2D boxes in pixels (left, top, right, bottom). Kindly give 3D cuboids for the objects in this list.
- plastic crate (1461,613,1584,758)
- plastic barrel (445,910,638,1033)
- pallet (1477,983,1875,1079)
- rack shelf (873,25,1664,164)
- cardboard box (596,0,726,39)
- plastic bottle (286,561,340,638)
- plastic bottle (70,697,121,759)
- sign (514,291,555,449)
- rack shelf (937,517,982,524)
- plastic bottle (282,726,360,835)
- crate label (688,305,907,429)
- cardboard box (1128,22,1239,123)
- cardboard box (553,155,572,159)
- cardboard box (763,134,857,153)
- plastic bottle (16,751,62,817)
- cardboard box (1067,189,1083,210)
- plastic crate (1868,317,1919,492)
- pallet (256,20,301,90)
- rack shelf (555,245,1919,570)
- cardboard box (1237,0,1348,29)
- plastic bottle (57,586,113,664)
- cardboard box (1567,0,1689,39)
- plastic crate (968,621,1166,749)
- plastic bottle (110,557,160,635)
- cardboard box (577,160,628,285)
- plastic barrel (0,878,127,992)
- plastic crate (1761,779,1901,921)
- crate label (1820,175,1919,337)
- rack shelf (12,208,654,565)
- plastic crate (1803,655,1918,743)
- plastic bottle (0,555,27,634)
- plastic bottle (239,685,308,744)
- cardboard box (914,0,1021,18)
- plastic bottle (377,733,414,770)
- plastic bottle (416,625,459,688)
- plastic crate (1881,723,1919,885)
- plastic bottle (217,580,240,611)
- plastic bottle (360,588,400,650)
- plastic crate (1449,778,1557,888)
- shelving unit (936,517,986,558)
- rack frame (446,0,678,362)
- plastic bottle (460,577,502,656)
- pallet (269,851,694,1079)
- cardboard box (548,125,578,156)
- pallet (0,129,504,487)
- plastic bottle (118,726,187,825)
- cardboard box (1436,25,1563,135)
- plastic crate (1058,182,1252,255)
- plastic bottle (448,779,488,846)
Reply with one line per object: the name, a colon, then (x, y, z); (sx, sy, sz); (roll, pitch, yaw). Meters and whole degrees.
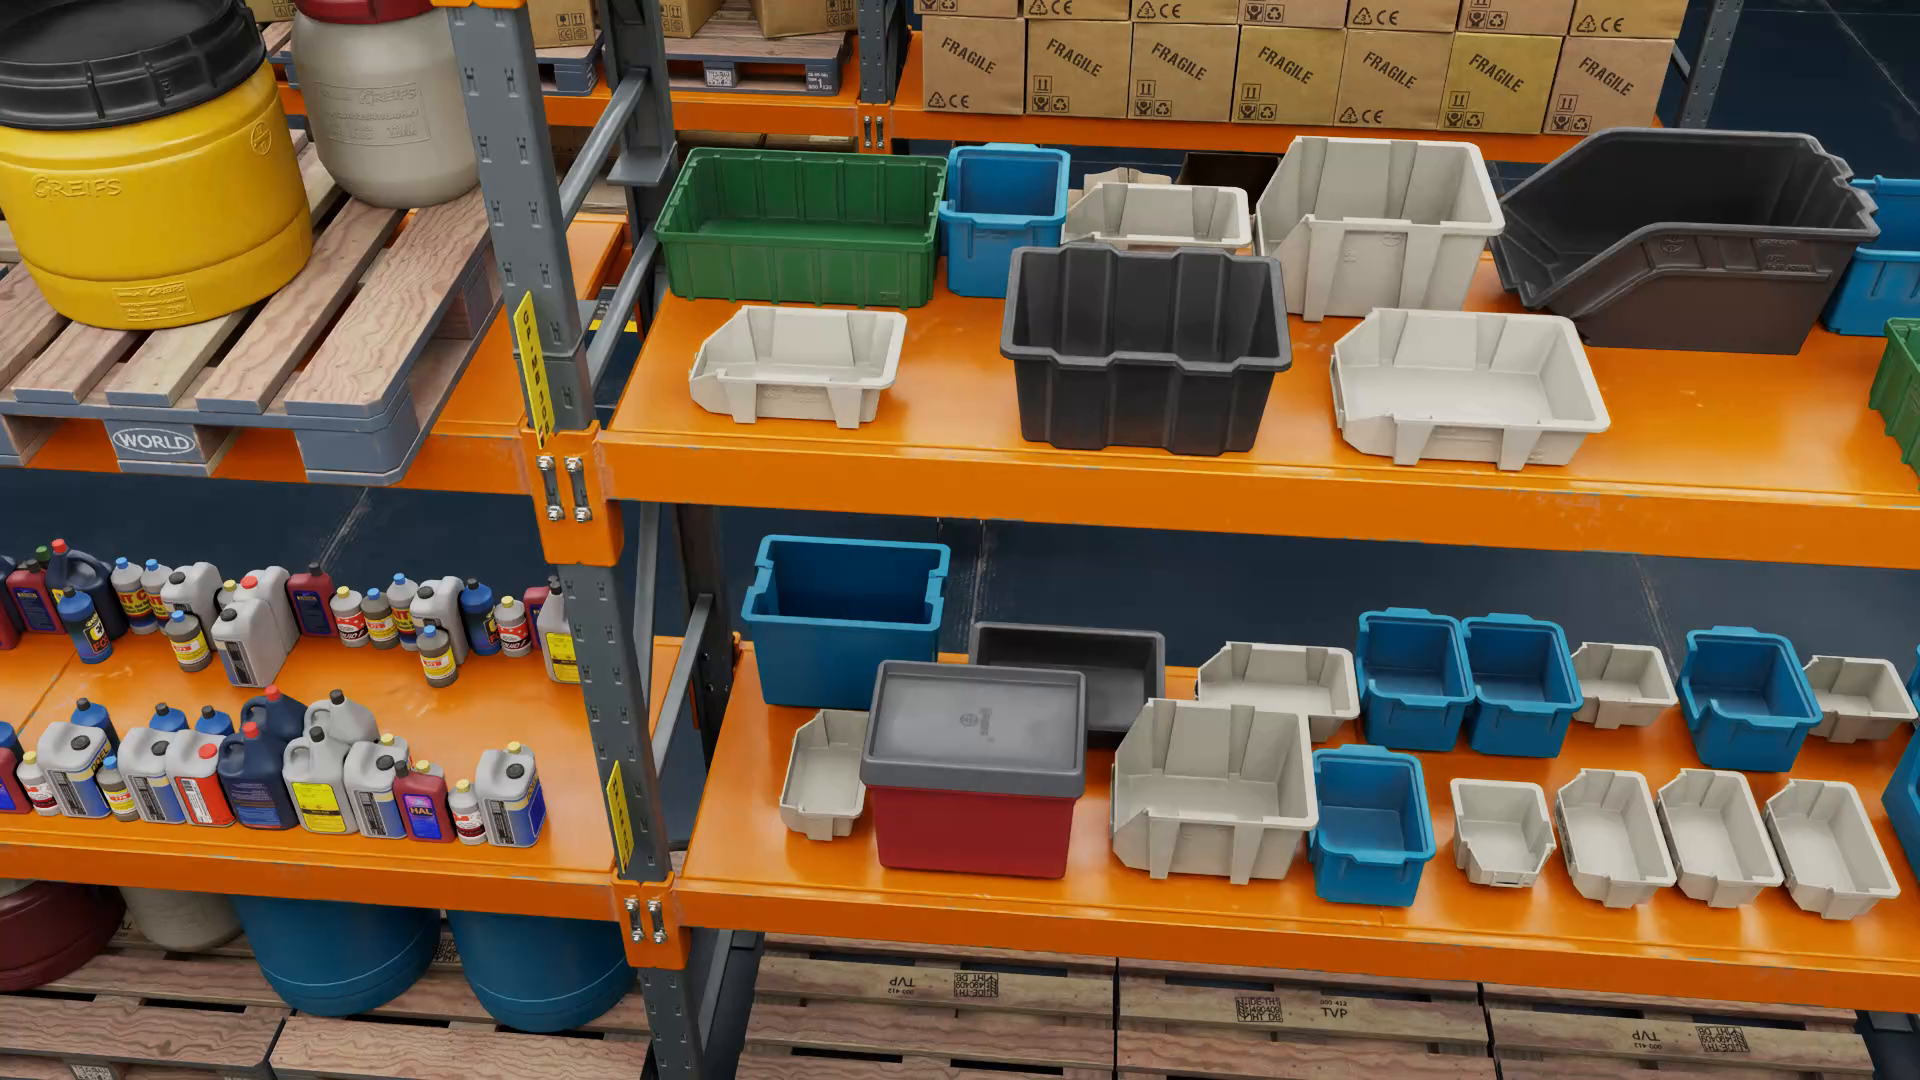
plastic crate: (1.633, 0.443, 4.915); (0.300, 0.233, 0.416); (3, 39, 4)
plastic barrel: (-1.364, 1.086, 5.369); (0.708, 0.901, 0.600); (3, 39, 4)
pallet: (2.344, 1.706, 5.487); (1.213, 0.211, 1.003); (3, 39, 4)
rack shelf: (1.600, -2.251, 8.710); (4.000, 0.370, 1.077); (3, 39, 4)
cardboard box: (-1.535, -3.005, 8.654); (0.500, 0.500, 0.700); (9, 40, 11)
plastic bottle: (-2.037, 0.184, 5.240); (0.133, 0.283, 0.061); (3, 39, 4)
plastic bottle: (-2.483, 0.561, 4.787); (0.097, 0.271, 0.097); (0, 39, 0)
sign: (-0.873, -0.345, 3.415); (0.005, 0.325, 0.100); (3, 39, 4)
rack shelf: (0.008, -0.183, 7.600); (0.200, 0.077, 0.258); (3, 39, 4)
plastic bottle: (-1.767, 0.651, 4.614); (0.185, 0.351, 0.144); (3, 39, 4)
crate label: (-0.361, -0.377, 3.670); (0.466, 0.136, 0.293); (3, 39, 4)
cardboard box: (1.101, -2.424, 8.273); (0.500, 0.500, 0.500); (3, 39, 4)
cardboard box: (-2.386, -2.102, 9.588); (0.500, 0.500, 0.500); (2, 39, 2)
cardboard box: (-0.853, -2.020, 9.487); (0.500, 0.500, 0.500); (1, 39, 2)
plastic bottle: (-2.593, 0.678, 4.698); (0.097, 0.201, 0.097); (0, 39, 0)
cardboard box: (0.579, -1.869, 9.580); (0.250, 0.149, 0.380); (3, 39, 4)
plastic crate: (2.155, -0.262, 3.487); (0.336, 0.188, 0.450); (3, 39, 4)
pallet: (-3.696, -2.790, 8.953); (1.003, 0.211, 1.213); (3, 39, 4)
rack shelf: (1.169, -0.300, 3.936); (4.000, 0.370, 1.077); (3, 39, 4)
cardboard box: (1.594, -2.780, 7.917); (0.500, 0.500, 0.500); (4, 39, 5)
plastic bottle: (-2.725, 0.254, 5.163); (0.097, 0.271, 0.097); (0, 39, 0)
cardboard box: (3.126, -2.699, 7.819); (0.500, 0.500, 0.500); (3, 39, 3)
plastic crate: (0.315, 0.451, 4.990); (0.590, 0.125, 0.437); (3, 39, 4)
plastic bottle: (-2.615, 0.169, 5.268); (0.097, 0.271, 0.097); (0, 39, 0)
cardboard box: (-1.900, -1.747, 9.152); (0.500, 0.500, 0.500); (4, 39, 4)
plastic barrel: (-3.194, 1.108, 5.590); (0.708, 0.588, 0.600); (3, 39, 4)
plastic crate: (2.334, 0.842, 4.501); (0.243, 0.136, 0.396); (3, 39, 4)
crate label: (2.271, -0.665, 3.933); (0.502, 0.251, 0.408); (3, 39, 4)
rack shelf: (-2.816, -0.517, 4.203); (4.000, 0.370, 1.077); (3, 39, 4)
plastic crate: (2.632, 0.483, 4.942); (0.298, 0.136, 0.250); (3, 39, 4)
plastic bottle: (-3.075, 0.128, 5.256); (0.185, 0.351, 0.144); (3, 39, 4)
plastic bottle: (-1.939, 0.550, 4.737); (0.185, 0.351, 0.144); (3, 39, 4)
cardboard box: (0.053, -2.863, 8.020); (0.500, 0.500, 0.500); (4, 39, 5)
plastic bottle: (-1.615, 0.635, 4.751); (0.097, 0.201, 0.097); (0, 39, 0)
plastic bottle: (-1.608, 0.348, 5.104); (0.097, 0.201, 0.097); (0, 39, 0)
plastic crate: (2.812, 0.756, 4.370); (0.499, 0.435, 0.616); (3, 39, 4)
plastic bottle: (-2.287, 0.214, 5.268); (0.097, 0.201, 0.097); (0, 39, 0)
plastic bottle: (-1.826, 0.239, 5.237); (0.097, 0.201, 0.097); (0, 39, 0)
plastic crate: (1.470, 0.813, 4.536); (0.250, 0.136, 0.298); (3, 39, 4)
shelving unit: (0.008, -0.349, 7.465); (0.210, 0.900, 0.258); (3, 39, 4)
rack frame: (-0.823, -1.851, 2.895); (0.127, 3.000, 1.000); (3, 39, 4)
plastic bottle: (-1.498, 0.230, 5.193); (0.097, 0.271, 0.097); (0, 39, 0)
pallet: (-1.588, 1.489, 5.753); (1.213, 0.211, 1.003); (3, 39, 4)
cardboard box: (-2.349, -2.392, 9.351); (0.500, 0.250, 0.500); (2, 39, 3)
pallet: (-1.613, -0.596, 3.879); (1.003, 0.211, 1.213); (3, 39, 4)
plastic bottle: (-2.244, 0.651, 4.672); (0.135, 0.276, 0.152); (3, 39, 4)
cardboard box: (2.606, -2.339, 8.169); (0.500, 0.500, 0.500); (3, 39, 4)
plastic crate: (0.477, -0.755, 4.135); (0.466, 0.136, 0.293); (3, 39, 4)
plastic bottle: (-1.362, 0.746, 4.615); (0.097, 0.201, 0.097); (0, 39, 0)
